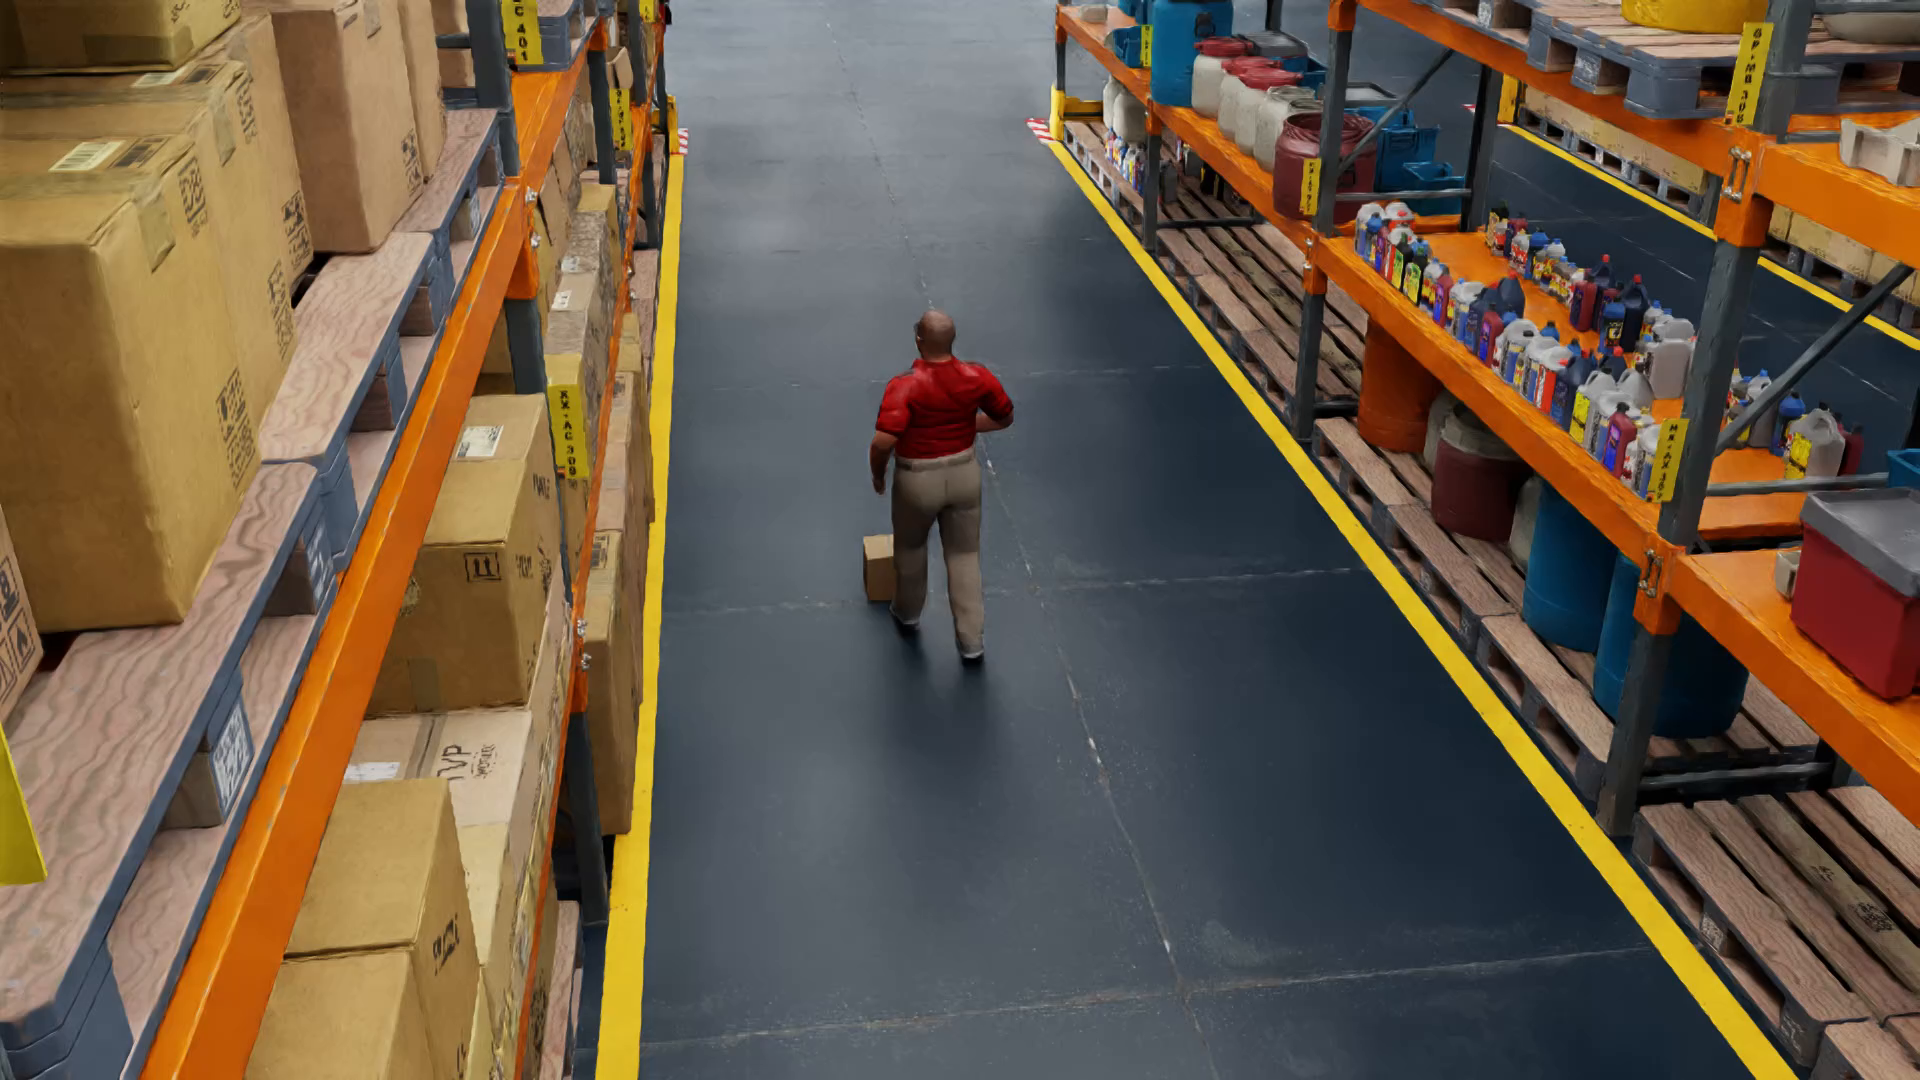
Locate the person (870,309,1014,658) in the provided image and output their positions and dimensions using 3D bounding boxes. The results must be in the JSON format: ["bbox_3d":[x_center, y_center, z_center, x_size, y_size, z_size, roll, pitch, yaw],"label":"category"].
[{"bbox_3d":[-0.146,-0.301,7.730,0.710,1.727,0.750,-9,28,-16],"label":"person"}]
